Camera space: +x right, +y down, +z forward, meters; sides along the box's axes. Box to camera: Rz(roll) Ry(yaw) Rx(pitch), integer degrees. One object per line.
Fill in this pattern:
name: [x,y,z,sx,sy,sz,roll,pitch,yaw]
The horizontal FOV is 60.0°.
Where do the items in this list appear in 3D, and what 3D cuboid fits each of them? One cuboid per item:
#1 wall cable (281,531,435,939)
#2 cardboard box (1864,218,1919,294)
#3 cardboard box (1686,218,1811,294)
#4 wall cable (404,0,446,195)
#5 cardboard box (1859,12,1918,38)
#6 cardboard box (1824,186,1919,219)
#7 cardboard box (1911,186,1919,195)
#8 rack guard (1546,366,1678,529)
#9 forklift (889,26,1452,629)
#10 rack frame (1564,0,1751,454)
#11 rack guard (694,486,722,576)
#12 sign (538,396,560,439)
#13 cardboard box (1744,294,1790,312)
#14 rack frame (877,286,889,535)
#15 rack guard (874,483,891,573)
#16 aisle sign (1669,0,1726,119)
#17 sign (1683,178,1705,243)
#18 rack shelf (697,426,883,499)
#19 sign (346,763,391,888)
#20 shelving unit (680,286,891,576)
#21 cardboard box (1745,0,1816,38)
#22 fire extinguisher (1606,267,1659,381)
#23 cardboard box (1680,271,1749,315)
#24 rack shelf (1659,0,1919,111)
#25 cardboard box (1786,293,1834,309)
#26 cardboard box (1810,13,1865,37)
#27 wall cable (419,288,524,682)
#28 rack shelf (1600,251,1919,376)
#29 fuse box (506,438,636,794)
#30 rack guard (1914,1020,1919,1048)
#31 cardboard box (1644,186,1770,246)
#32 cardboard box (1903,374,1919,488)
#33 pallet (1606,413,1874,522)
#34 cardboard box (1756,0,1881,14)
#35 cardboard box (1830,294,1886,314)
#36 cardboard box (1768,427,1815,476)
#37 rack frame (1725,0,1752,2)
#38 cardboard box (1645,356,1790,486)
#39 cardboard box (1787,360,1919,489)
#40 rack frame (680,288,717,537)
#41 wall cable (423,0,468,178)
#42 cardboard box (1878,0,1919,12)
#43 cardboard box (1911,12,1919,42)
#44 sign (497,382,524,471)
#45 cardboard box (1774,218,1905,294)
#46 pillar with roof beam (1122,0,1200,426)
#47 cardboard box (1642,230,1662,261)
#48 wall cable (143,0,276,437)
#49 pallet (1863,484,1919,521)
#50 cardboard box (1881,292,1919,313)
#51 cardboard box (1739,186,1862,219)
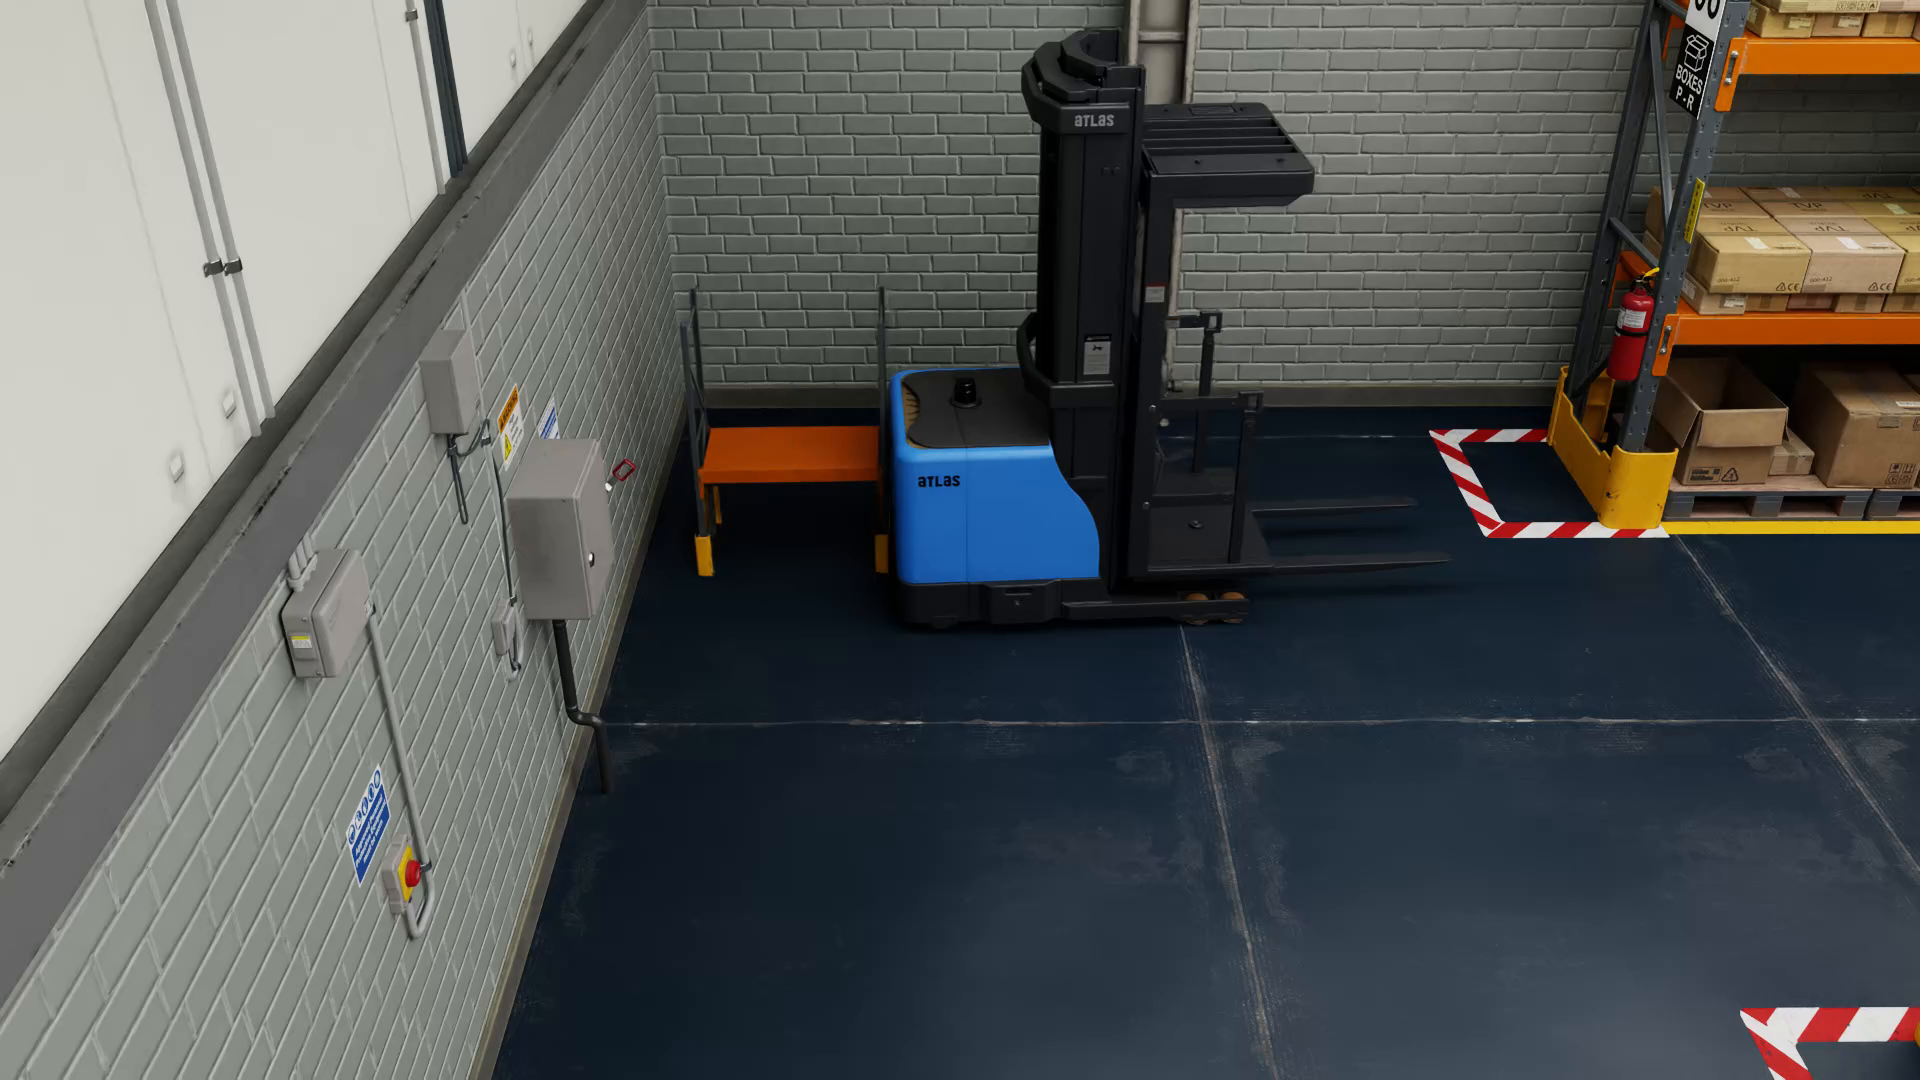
wall cable: [-1.737,0.508,4.900,0.123,1.953,0.585,0,31,0]
cardboard box: [5.334,-1.578,9.206,0.500,0.250,0.500,-1,31,-1]
cardboard box: [4.323,-1.573,9.198,0.500,0.250,0.500,0,31,0]
wall cable: [-1.787,-1.865,4.038,0.029,3.000,2.355,0,31,0]
cardboard box: [4.707,-2.710,8.565,0.250,0.149,0.380,0,31,0]
cardboard box: [5.337,-1.851,9.656,0.500,0.250,0.500,1,31,1]
cardboard box: [5.860,-1.852,9.658,0.500,0.250,0.500,0,31,0]
rack guard: [3.944,-0.580,10.113,0.348,0.500,1.175,0,31,0]
forklift: [1.142,-1.073,8.581,3.031,2.935,1.130,-2,31,-3]
rack frame: [3.868,-1.649,9.464,0.127,3.000,1.000,0,31,0]
rack guard: [-1.435,-0.056,9.491,0.087,0.250,0.587,-1,31,-1]
sign: [-1.814,-0.349,7.414,0.001,0.494,0.329,0,31,0]
cardboard box: [4.452,-1.425,9.338,0.250,0.149,0.380,1,31,1]
rack frame: [-0.420,-0.606,9.192,0.032,1.500,0.500,-1,31,-1]
rack guard: [-0.440,-0.072,9.516,0.087,0.250,0.587,-1,31,-1]
aisle sign: [3.801,-2.607,8.539,0.004,0.787,0.394,0,31,0]
sign: [3.871,-1.737,8.776,0.005,0.325,0.100,0,31,0]
rack shelf: [-0.928,-0.445,9.273,1.000,0.185,0.538,-1,31,-1]
sign: [-1.798,0.866,5.060,0.001,0.218,0.327,0,31,0]
shelving unit: [-0.938,-0.598,9.179,1.083,1.500,0.587,-1,31,-1]
cardboard box: [4.188,-2.704,8.554,0.250,0.149,0.380,0,31,1]
fire extinguisher: [3.723,-1.216,9.185,0.183,0.674,0.296,0,31,0]
cardboard box: [4.198,-1.400,9.297,0.250,0.149,0.380,0,31,-1]
rack shelf: [5.868,-2.630,8.883,4.000,0.370,1.077,0,31,0]
cardboard box: [4.715,-1.444,9.369,0.250,0.149,0.380,-1,31,-1]
cardboard box: [4.450,-2.718,8.578,0.250,0.149,0.380,0,31,1]
wall cable: [-1.757,-0.214,6.121,0.122,1.984,0.588,0,31,0]
rack shelf: [5.868,-1.347,9.661,4.000,0.370,1.077,0,31,0]
fuse box: [-1.604,0.417,7.303,0.414,1.711,0.539,0,31,0]
rack guard: [3.877,1.995,5.869,0.348,0.500,1.175,0,31,0]
cardboard box: [4.326,-1.851,9.656,0.500,0.250,0.500,1,31,1]
cardboard box: [5.864,-0.644,9.814,0.500,0.500,0.500,0,31,1]
pallet: [4.741,-0.459,10.193,1.213,0.211,1.003,0,31,0]
cardboard box: [4.313,-2.854,8.417,0.500,0.250,0.500,-1,31,-1]
cardboard box: [4.968,-1.413,9.318,0.250,0.149,0.380,1,31,1]
cardboard box: [4.905,-0.543,9.986,0.250,0.149,0.380,-1,31,-2]
rack frame: [3.868,-4.213,7.908,0.127,3.000,1.000,0,31,0]
cardboard box: [4.480,-0.714,9.925,0.637,0.503,0.797,-1,31,-2]
cardboard box: [5.335,-0.695,9.897,0.500,0.500,0.700,1,31,2]
rack frame: [-1.437,-0.590,9.167,0.032,1.500,0.500,-1,31,-1]
wall cable: [-1.766,-3.326,6.410,0.133,3.039,2.988,0,31,0]
cardboard box: [4.821,-2.866,8.437,0.500,0.250,0.500,0,31,1]
cardboard box: [4.956,-2.658,8.478,0.250,0.149,0.380,0,31,1]
sign: [-1.811,-0.458,6.706,0.001,0.242,0.339,0,31,0]
cardboard box: [4.827,-1.575,9.201,0.500,0.250,0.500,0,31,0]
pillar with roof beam: [1.192,-2.439,4.985,0.400,9.000,9.100,0,31,0]
cardboard box: [4.198,-1.681,9.761,0.250,0.149,0.380,-1,31,-1]
wall cable: [-1.785,-1.475,3.395,0.029,3.000,0.463,0,31,0]
pallet: [5.958,-0.462,10.197,1.213,0.211,1.003,0,31,0]
cardboard box: [5.233,-1.416,9.324,0.250,0.149,0.380,0,31,0]
cardboard box: [4.842,-1.852,9.657,0.500,0.250,0.500,0,31,0]
